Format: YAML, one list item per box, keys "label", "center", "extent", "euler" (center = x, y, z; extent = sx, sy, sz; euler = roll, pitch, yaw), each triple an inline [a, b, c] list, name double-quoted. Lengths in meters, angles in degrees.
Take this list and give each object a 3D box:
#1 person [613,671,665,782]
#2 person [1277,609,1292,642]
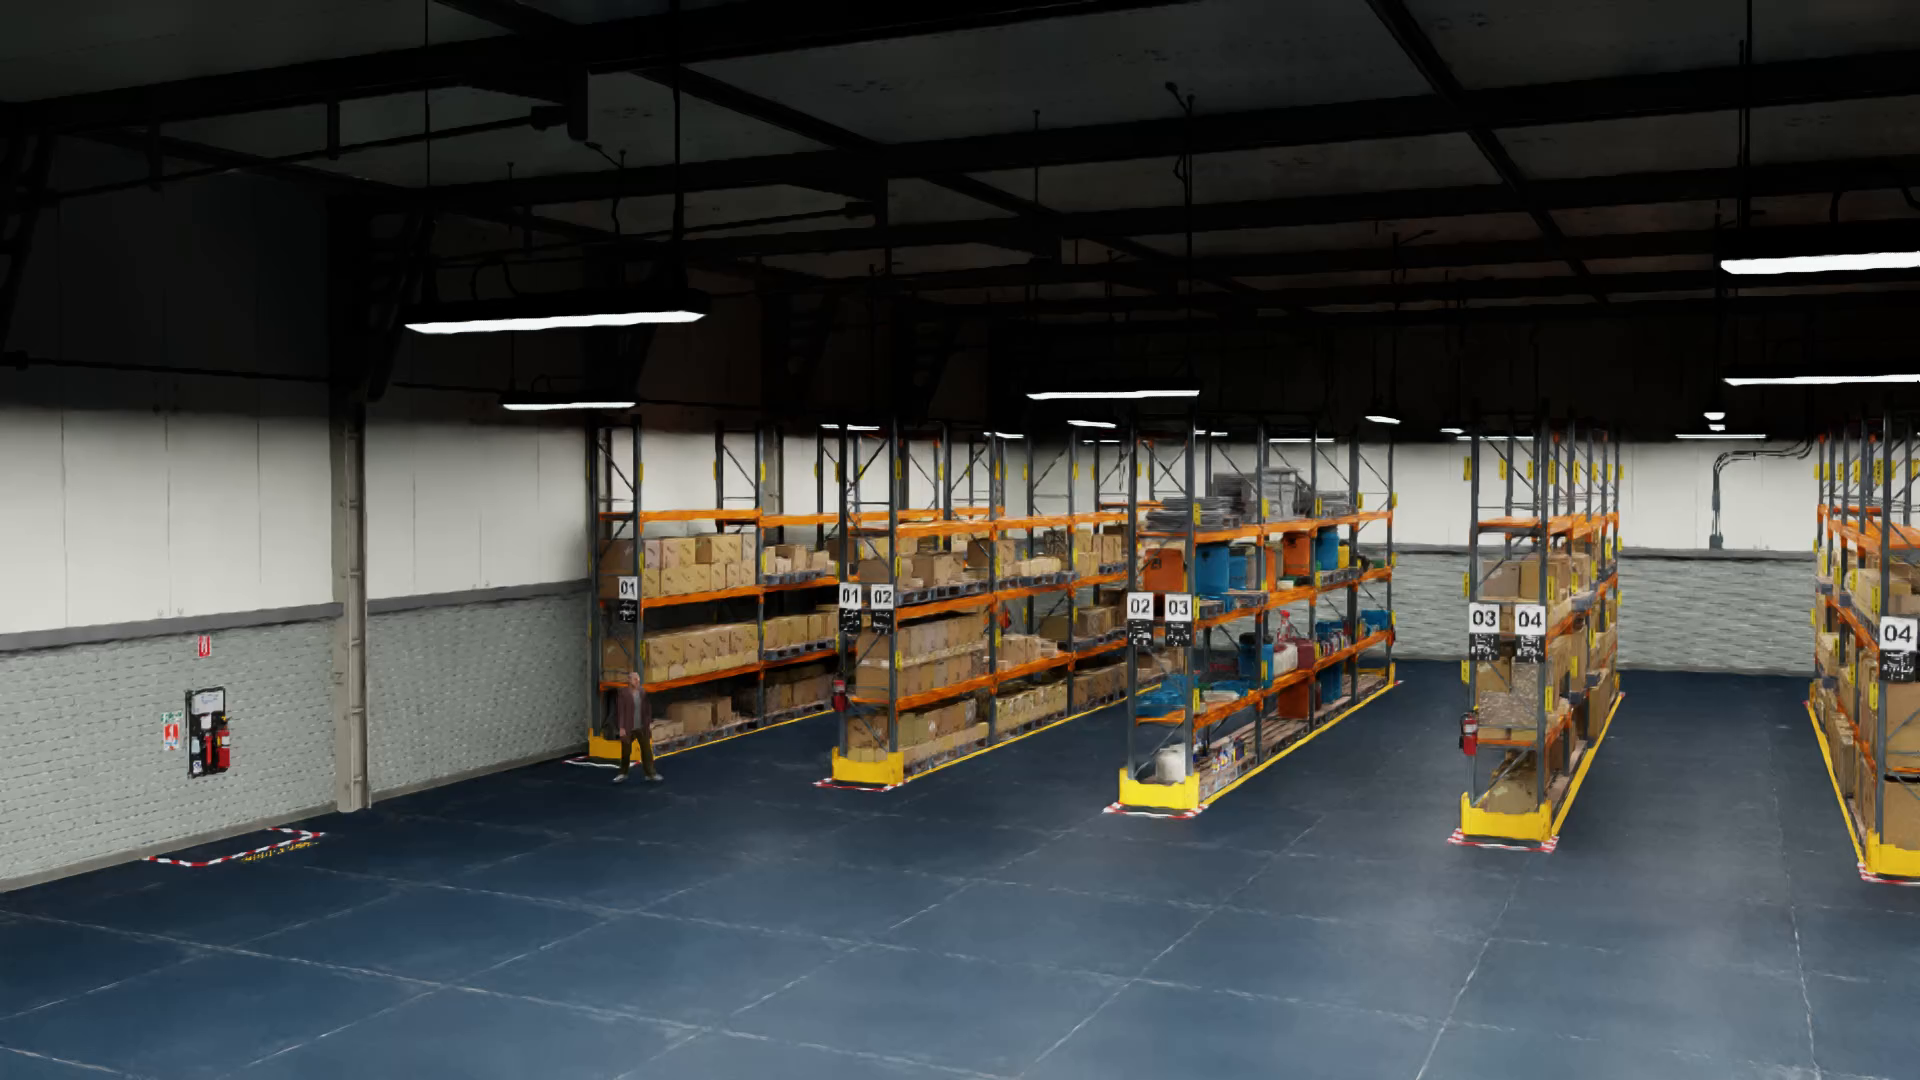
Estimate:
- label: "person"
  center: [-5.209, 2.995, 26.761]
  extent: [0.750, 1.770, 0.580]
  euler: [-1, 3, -32]
- label: "person"
  center: [7.537, 2.507, 38.627]
  extent: [0.397, 1.786, 0.630]
  euler: [1, 3, 27]
